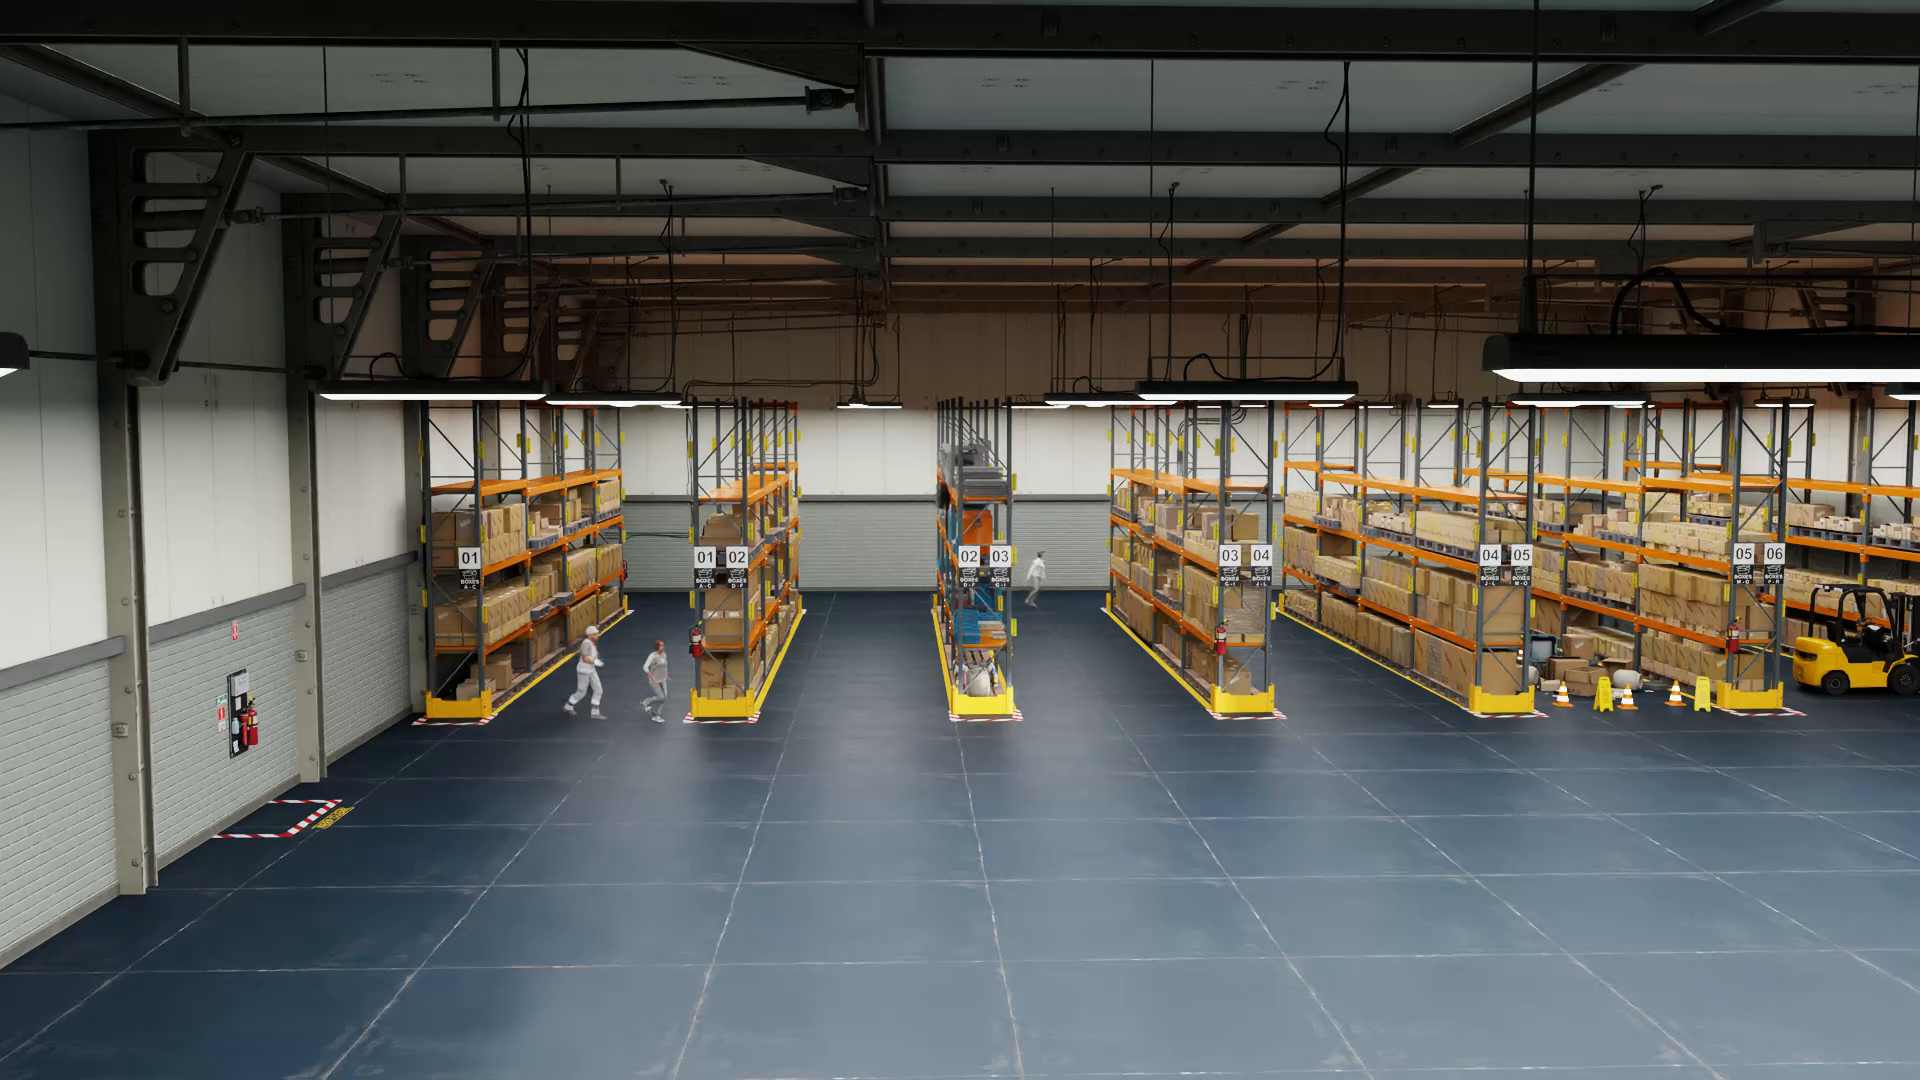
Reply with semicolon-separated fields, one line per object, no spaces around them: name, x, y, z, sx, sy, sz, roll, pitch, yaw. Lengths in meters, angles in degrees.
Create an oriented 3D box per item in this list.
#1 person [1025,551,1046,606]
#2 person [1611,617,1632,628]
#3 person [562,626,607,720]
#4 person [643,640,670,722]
person;2.242;1.137;49.107;0.535;1.651;0.630;3;5;34
person;17.487;1.589;44.006;0.551;1.502;0.699;-2;5;-22
person;-6.971;2.454;30.747;0.895;1.747;0.629;1;4;10
person;-5.614;2.596;30.712;0.553;1.527;0.521;3;5;35
